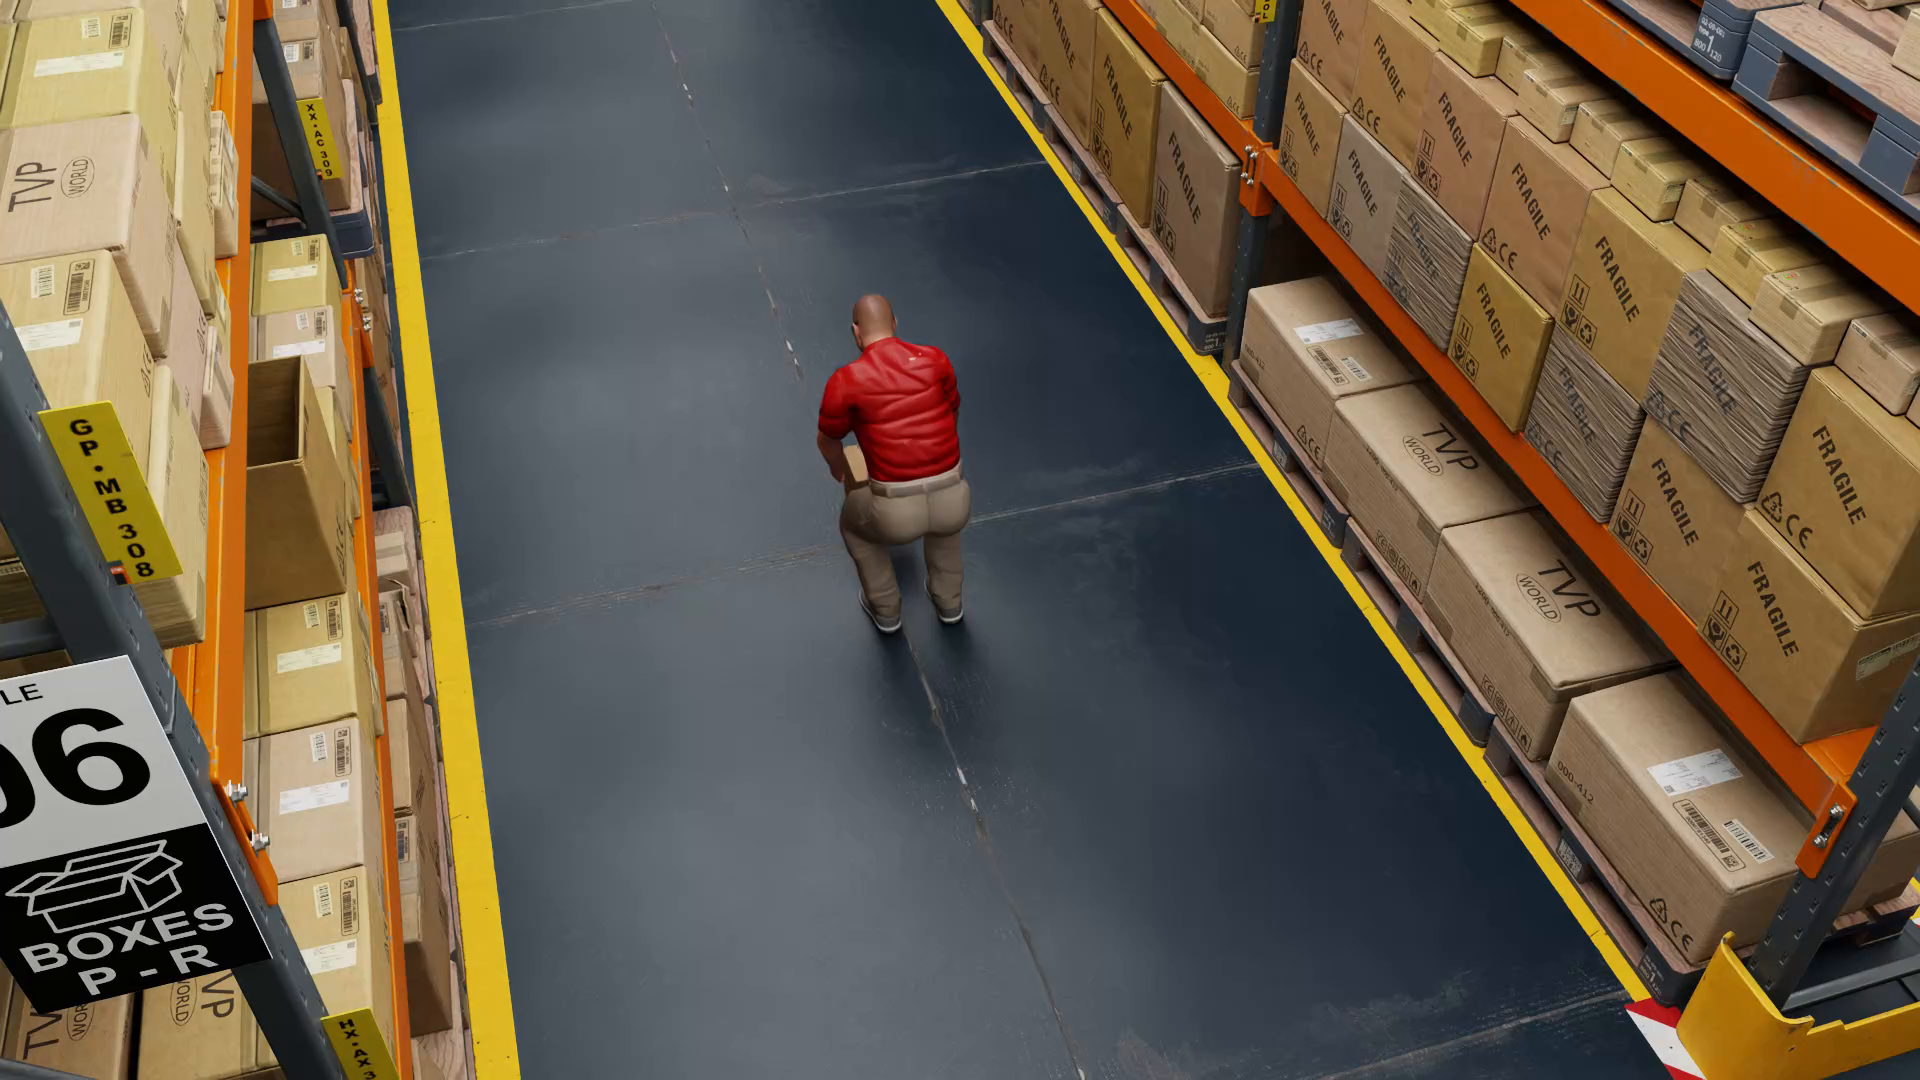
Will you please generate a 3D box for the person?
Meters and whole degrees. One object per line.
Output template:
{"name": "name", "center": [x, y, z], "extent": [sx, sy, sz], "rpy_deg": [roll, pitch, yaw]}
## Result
{"name": "person", "center": [-0.268, -0.467, 6.559], "extent": [0.590, 0.904, 0.613], "rpy_deg": [-12, 43, -13]}
